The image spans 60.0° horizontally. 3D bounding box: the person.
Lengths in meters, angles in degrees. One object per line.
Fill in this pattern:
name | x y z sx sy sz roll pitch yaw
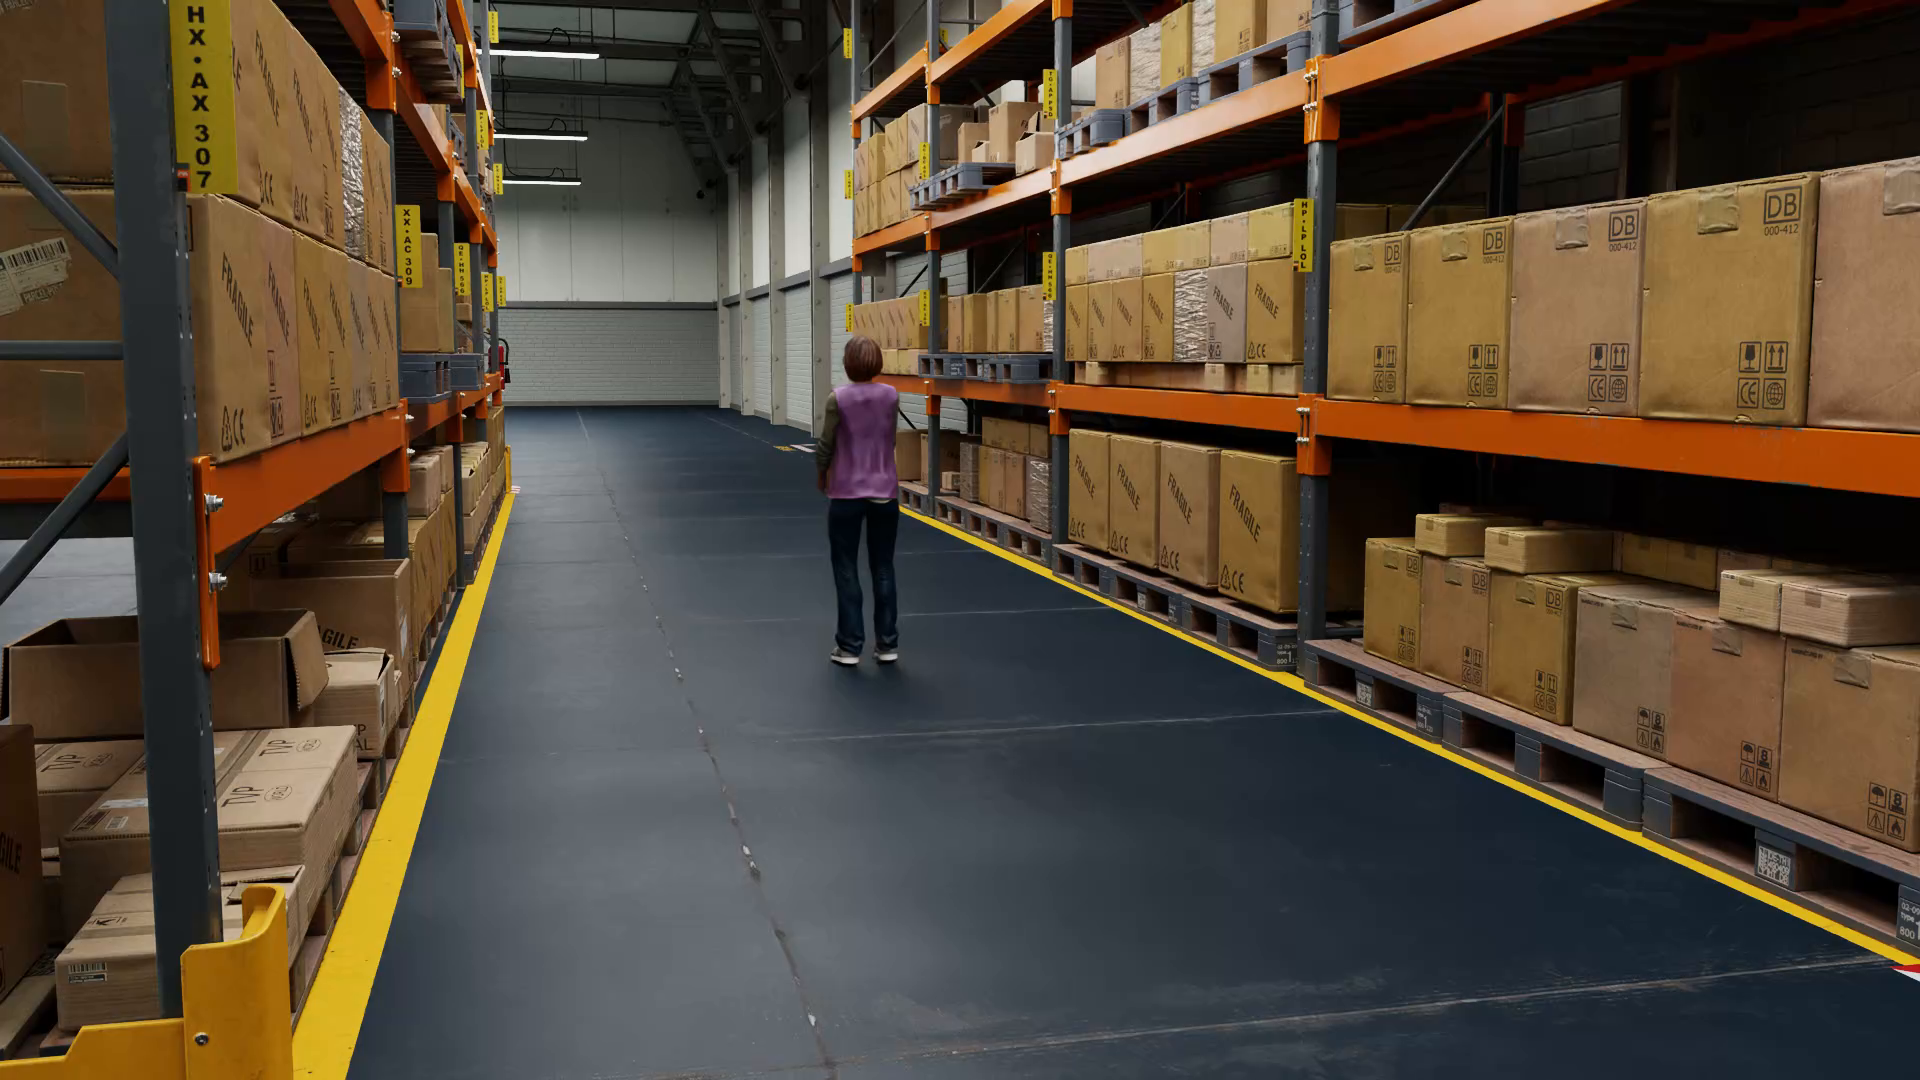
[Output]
person | -0.510 -0.191 8.139 0.414 1.584 0.476 -2 7 -21
